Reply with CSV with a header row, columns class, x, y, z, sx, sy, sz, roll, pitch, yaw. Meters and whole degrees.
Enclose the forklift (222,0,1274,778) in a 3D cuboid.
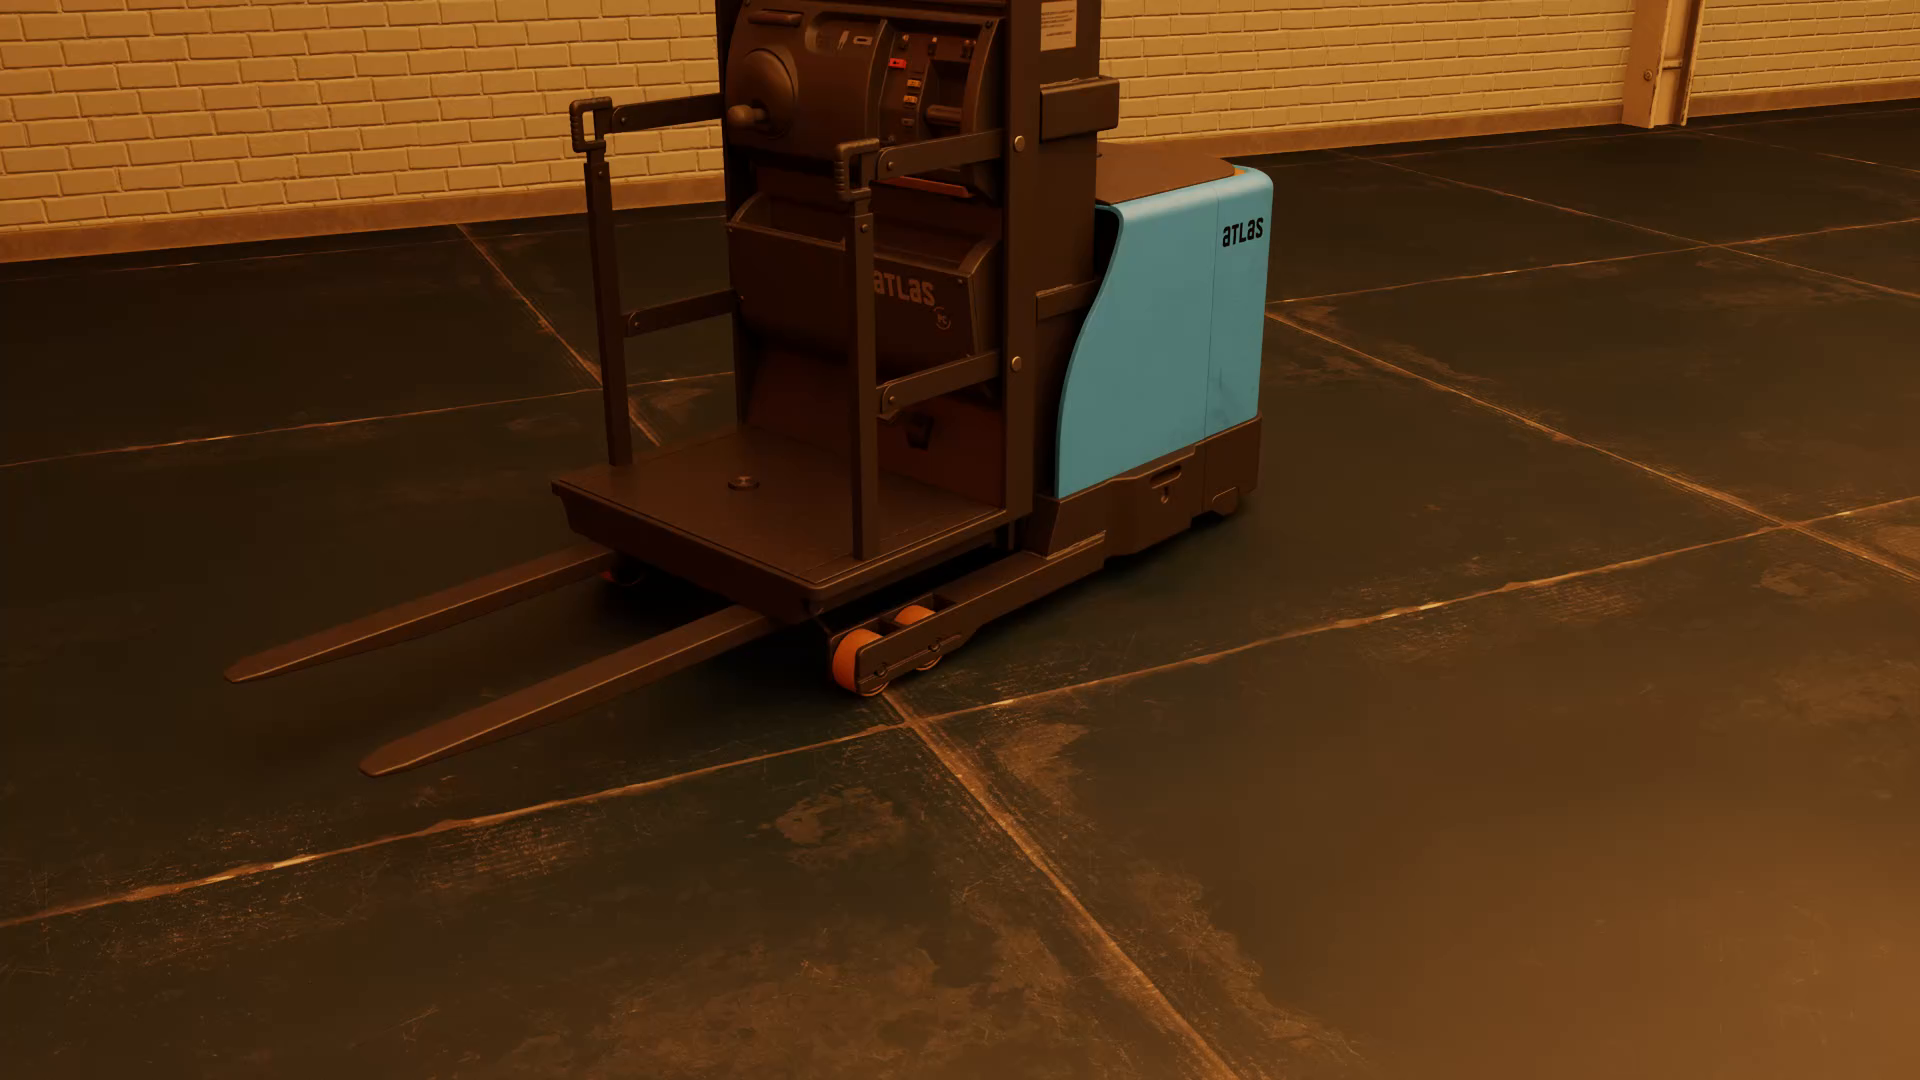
class,x,y,z,sx,sy,sz,roll,pitch,yaw
forklift,-0.413,-1.182,4.131,1.130,2.935,3.031,19,29,39
